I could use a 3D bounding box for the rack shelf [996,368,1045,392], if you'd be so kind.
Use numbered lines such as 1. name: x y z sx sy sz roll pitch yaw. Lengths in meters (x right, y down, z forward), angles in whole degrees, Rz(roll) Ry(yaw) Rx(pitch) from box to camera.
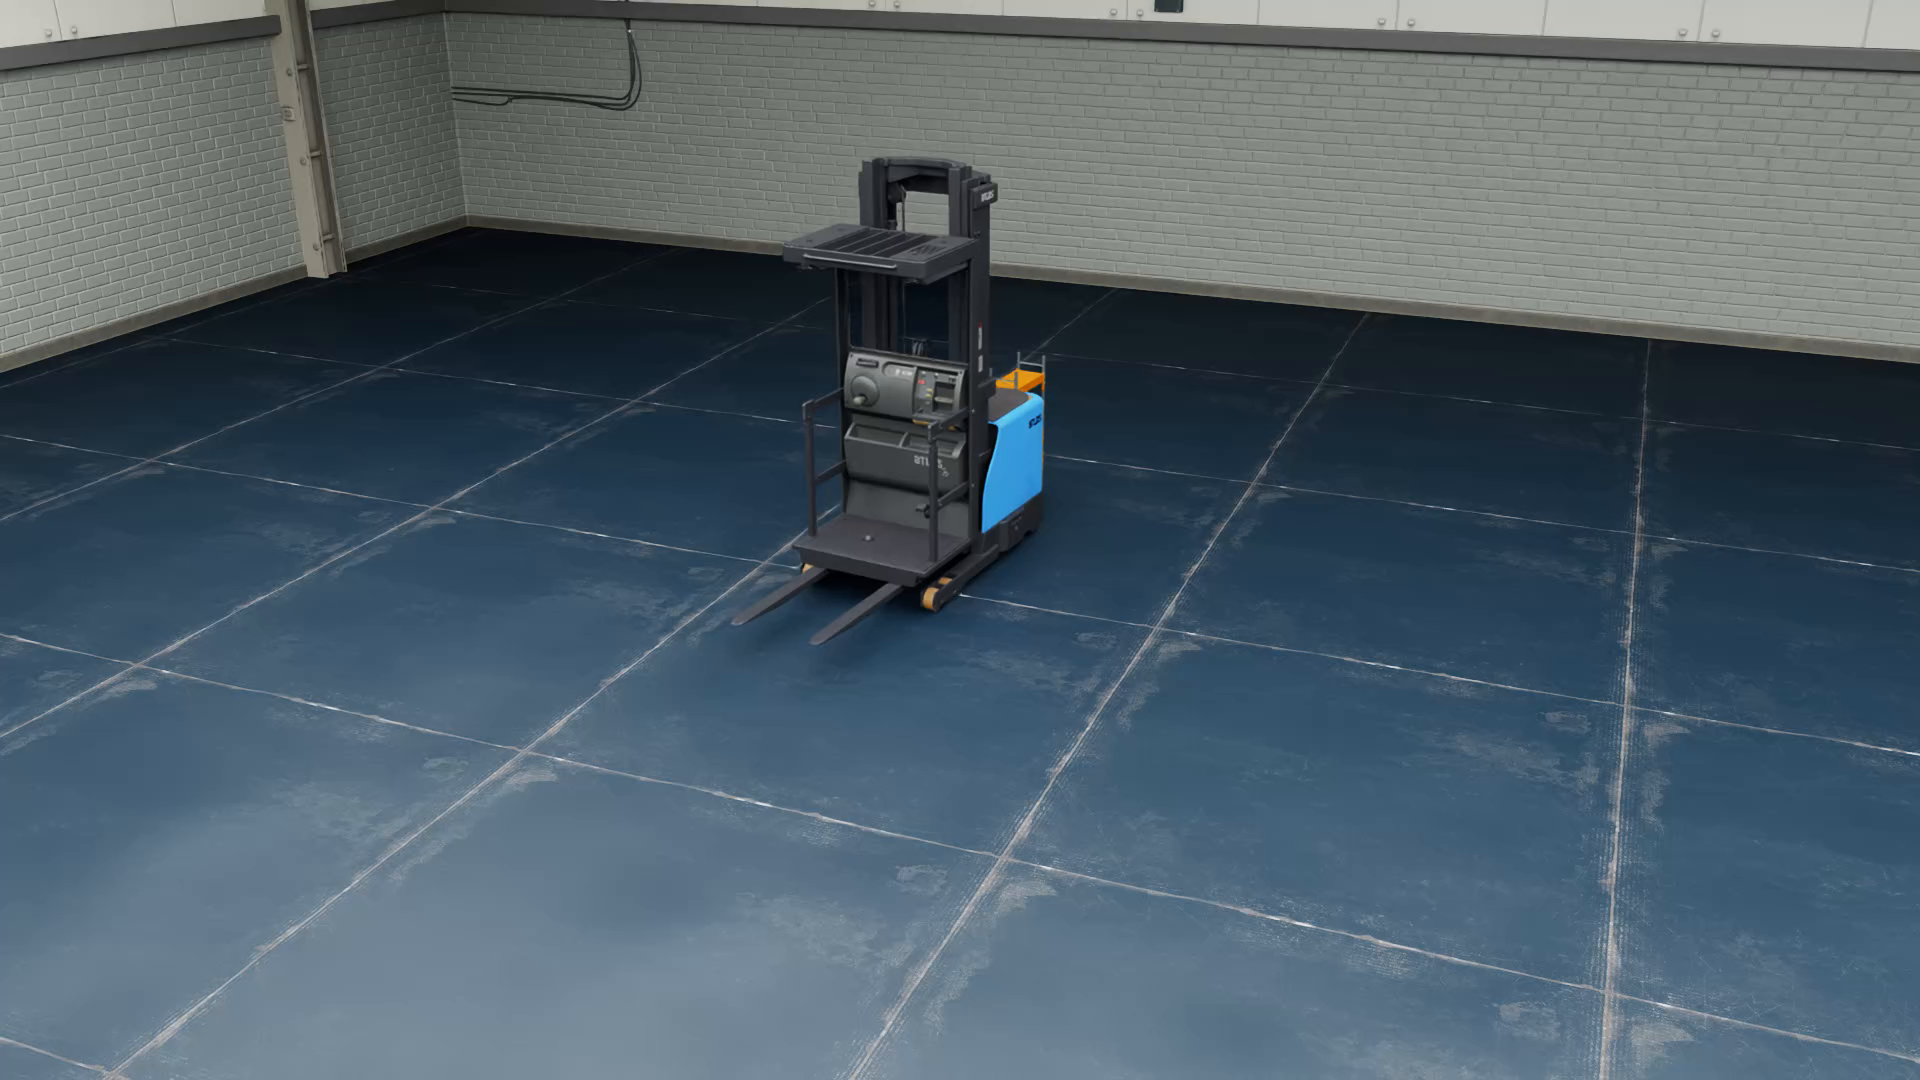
1. rack shelf: 0.450 -1.202 13.053 0.258 0.148 0.480 12 25 26

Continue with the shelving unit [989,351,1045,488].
1. shelving unit: 0.450 -0.840 13.204 0.258 1.200 0.503 12 25 26

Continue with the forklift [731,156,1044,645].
1. forklift: -0.492 -1.055 11.473 1.130 2.935 3.031 12 25 26

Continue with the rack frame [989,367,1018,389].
1. rack frame: 0.335 -0.757 13.005 0.240 1.200 0.015 12 25 26

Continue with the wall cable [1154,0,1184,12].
1. wall cable: 3.257 -8.534 17.094 2.305 6.003 0.169 9 24 20

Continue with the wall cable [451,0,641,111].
1. wall cable: -5.551 -6.897 21.616 3.097 2.526 0.112 9 24 20

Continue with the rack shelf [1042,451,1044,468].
1. rack shelf: 0.450 -0.595 13.306 0.258 0.148 0.480 12 25 26

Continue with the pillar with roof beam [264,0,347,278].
1. pillar with roof beam: -3.876 -6.849 17.471 9.100 9.000 0.400 9 24 20

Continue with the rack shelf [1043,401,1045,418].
1. rack shelf: 0.450 -0.984 13.144 0.258 0.148 0.480 12 25 26

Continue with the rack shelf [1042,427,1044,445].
1. rack shelf: 0.450 -0.778 13.230 0.258 0.148 0.480 12 25 26

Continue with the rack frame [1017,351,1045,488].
1. rack frame: 0.565 -0.923 13.403 0.240 1.200 0.015 12 25 26
